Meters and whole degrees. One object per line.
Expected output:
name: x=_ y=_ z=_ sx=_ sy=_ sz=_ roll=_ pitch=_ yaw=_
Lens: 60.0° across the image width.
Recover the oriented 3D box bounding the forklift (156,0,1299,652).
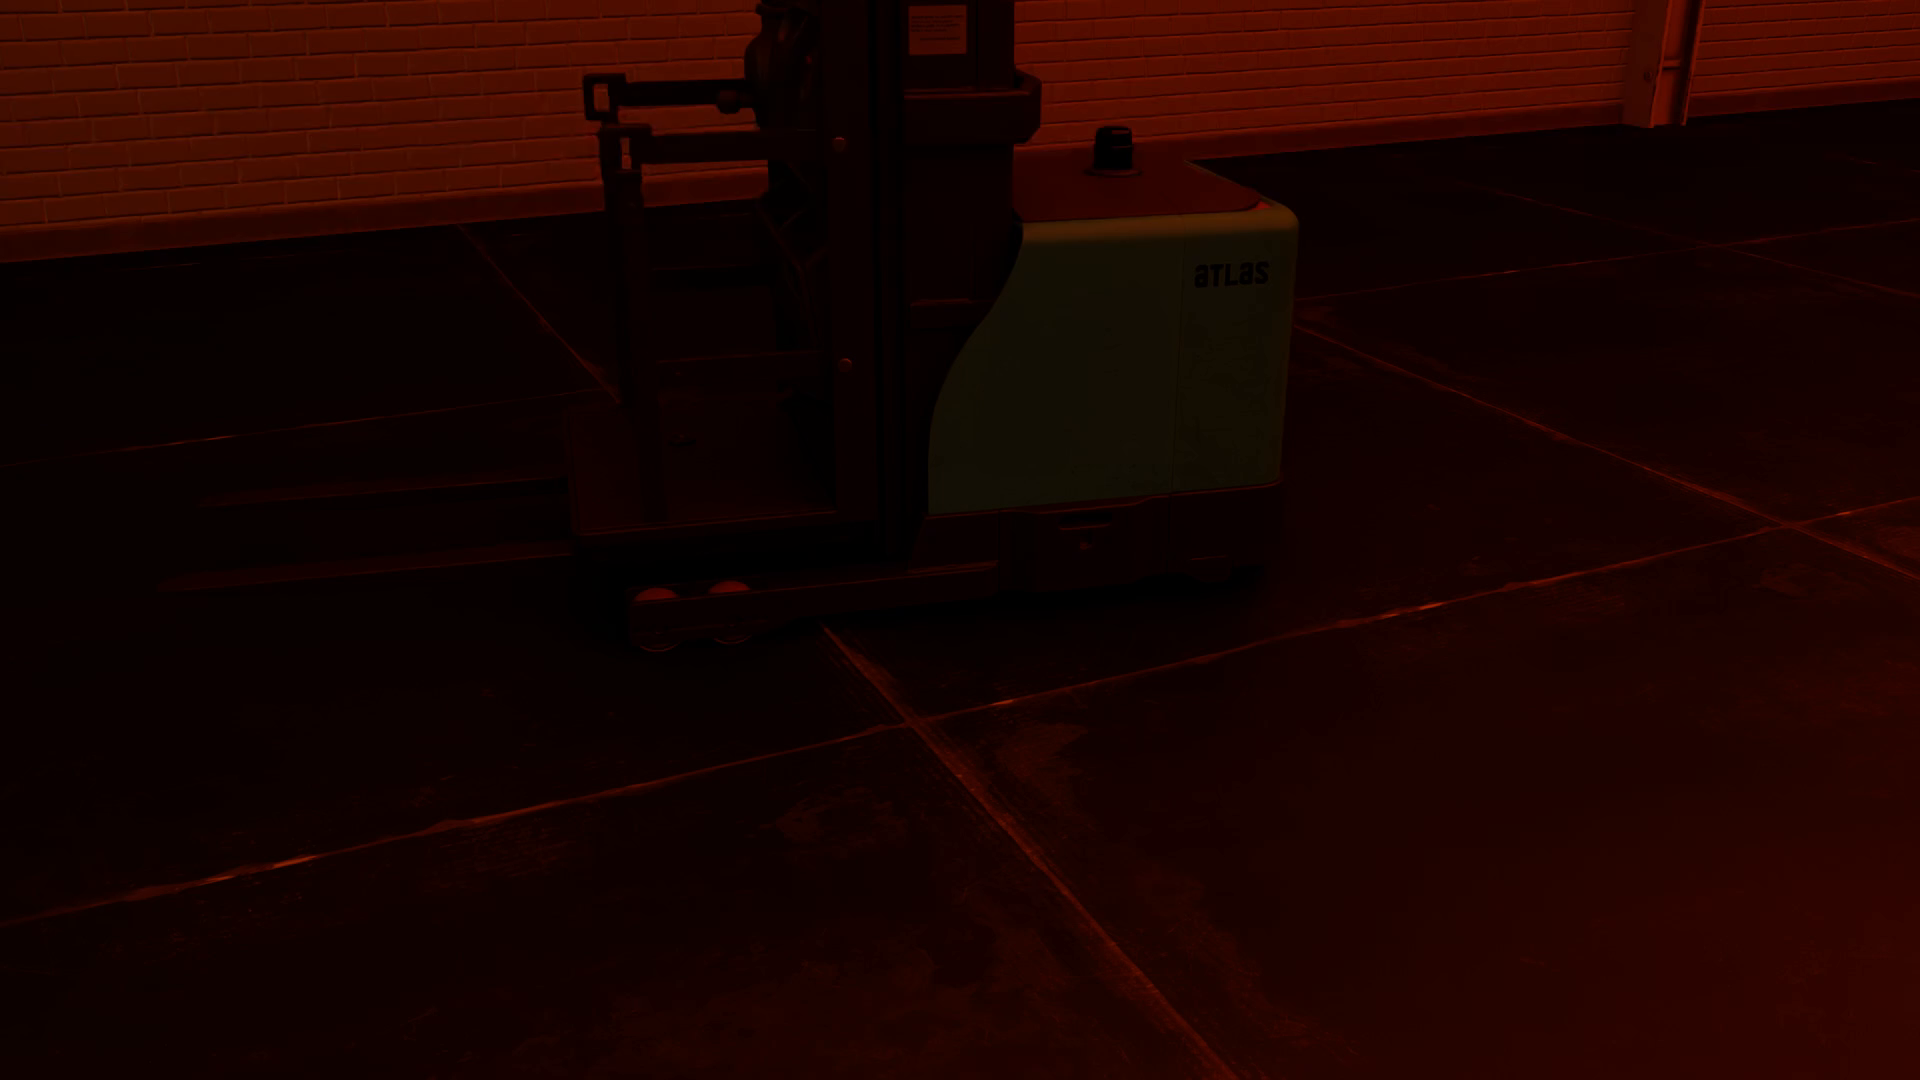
forklift: x=-0.648 y=-1.280 z=4.368 sx=3.031 sy=2.935 sz=1.130 roll=-5 pitch=23 yaw=-13
